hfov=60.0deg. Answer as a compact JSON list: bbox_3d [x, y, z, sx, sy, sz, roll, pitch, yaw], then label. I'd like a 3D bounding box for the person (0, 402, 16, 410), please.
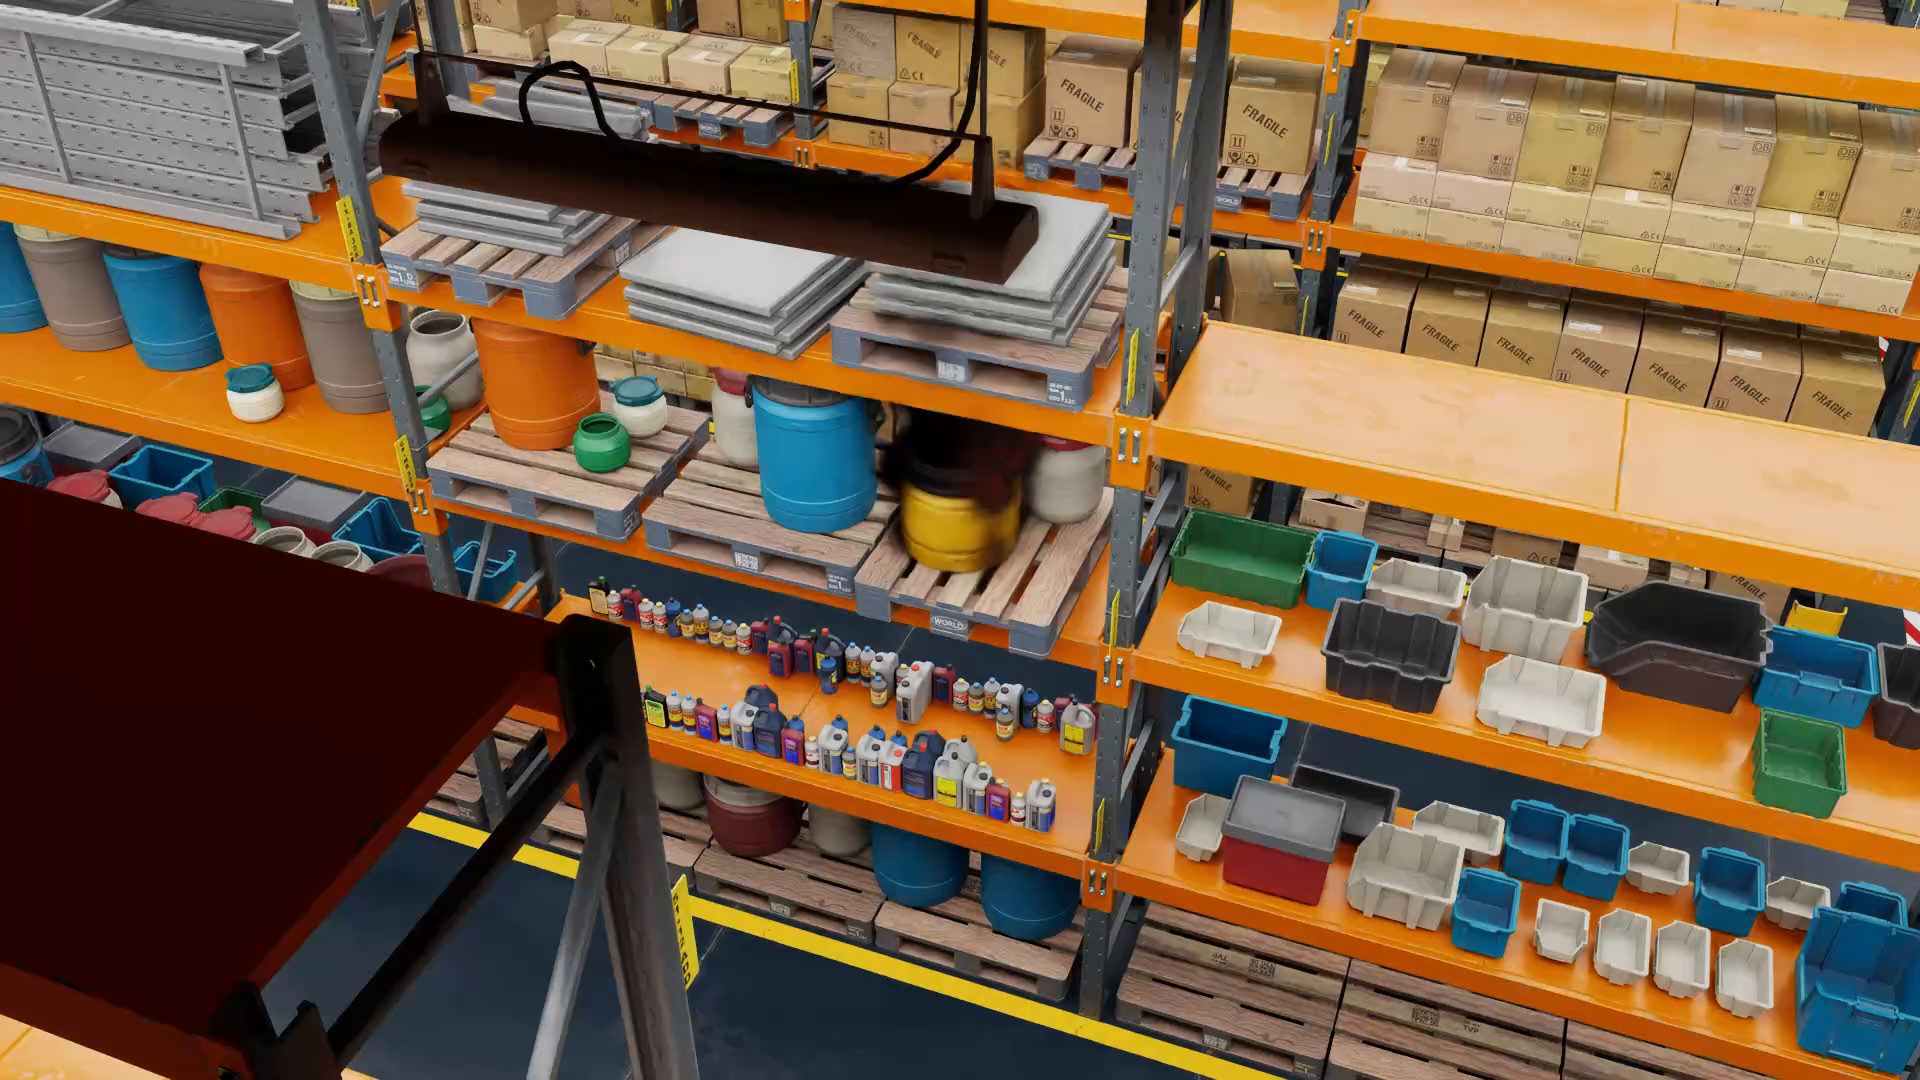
[{"bbox_3d":[-7.866,-1.142,13.455,0.938,1.749,0.716,23,42,27],"label":"person"}]
